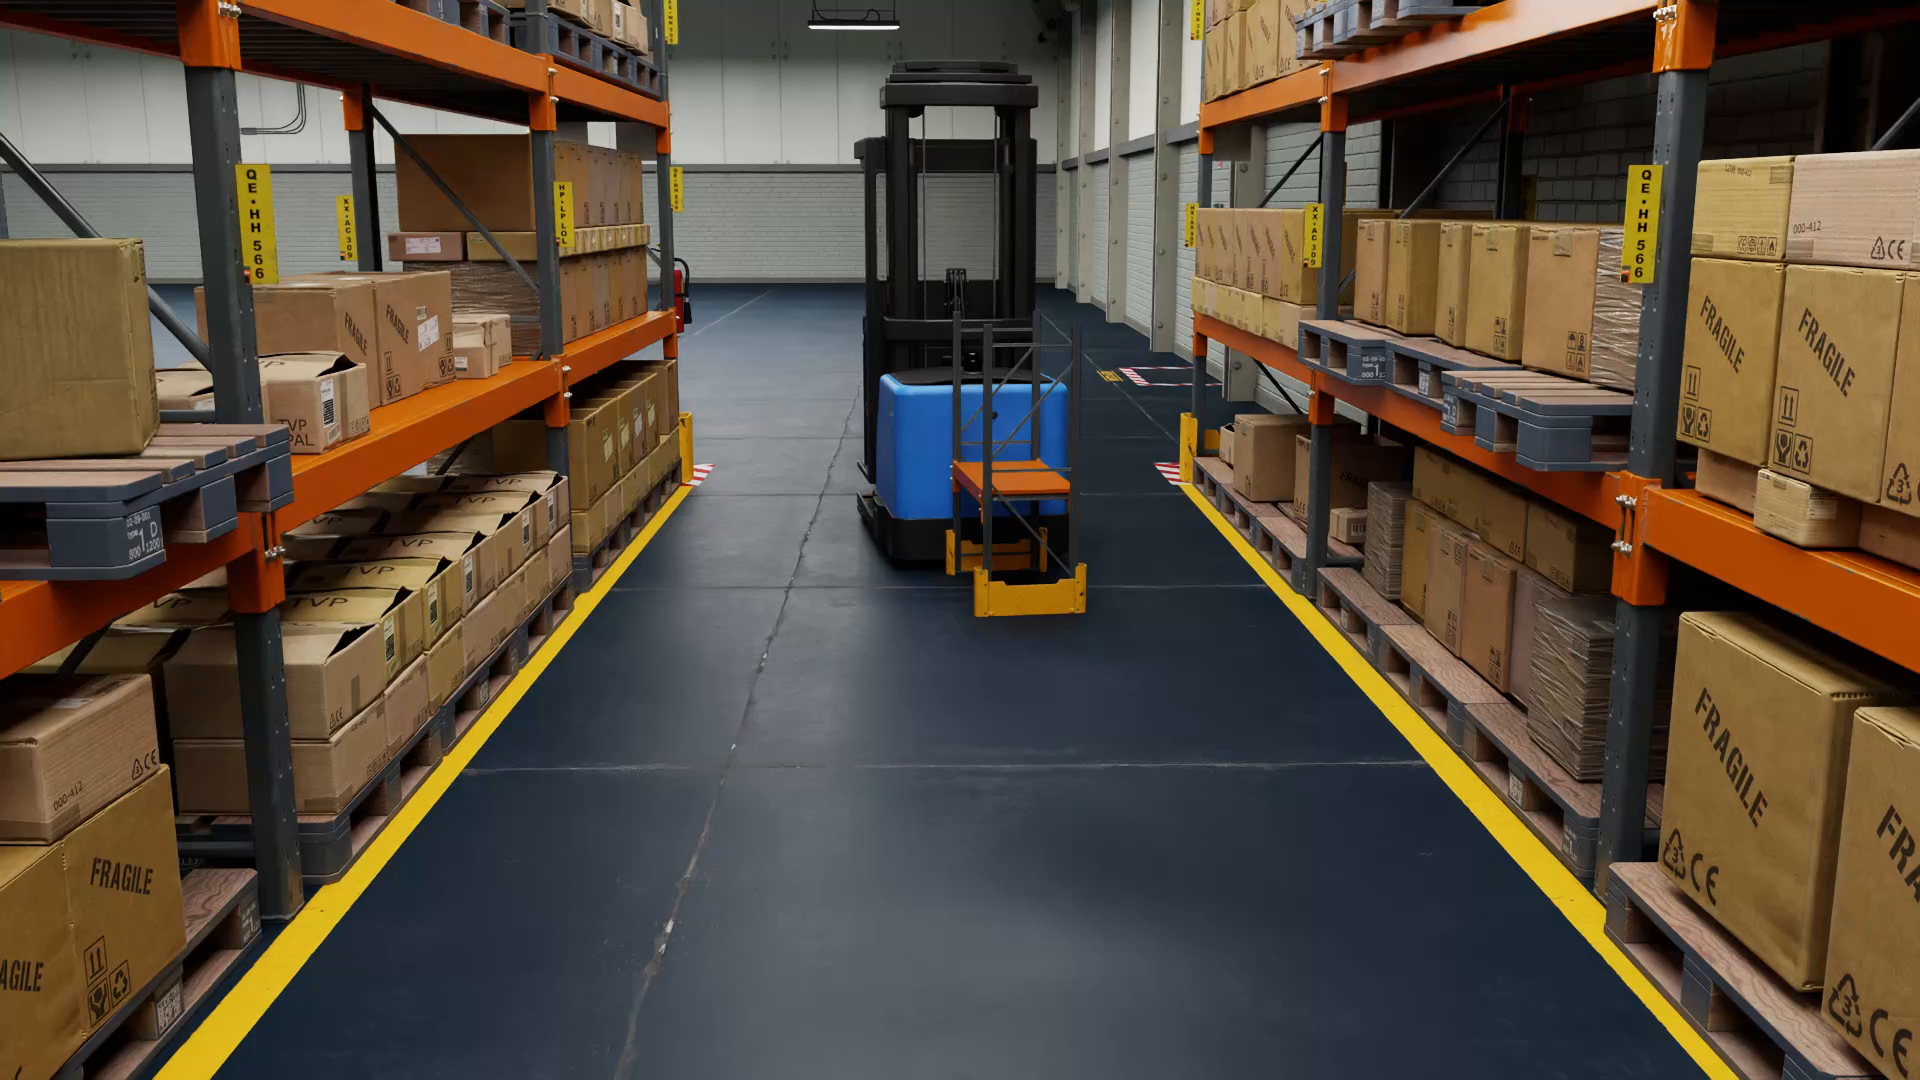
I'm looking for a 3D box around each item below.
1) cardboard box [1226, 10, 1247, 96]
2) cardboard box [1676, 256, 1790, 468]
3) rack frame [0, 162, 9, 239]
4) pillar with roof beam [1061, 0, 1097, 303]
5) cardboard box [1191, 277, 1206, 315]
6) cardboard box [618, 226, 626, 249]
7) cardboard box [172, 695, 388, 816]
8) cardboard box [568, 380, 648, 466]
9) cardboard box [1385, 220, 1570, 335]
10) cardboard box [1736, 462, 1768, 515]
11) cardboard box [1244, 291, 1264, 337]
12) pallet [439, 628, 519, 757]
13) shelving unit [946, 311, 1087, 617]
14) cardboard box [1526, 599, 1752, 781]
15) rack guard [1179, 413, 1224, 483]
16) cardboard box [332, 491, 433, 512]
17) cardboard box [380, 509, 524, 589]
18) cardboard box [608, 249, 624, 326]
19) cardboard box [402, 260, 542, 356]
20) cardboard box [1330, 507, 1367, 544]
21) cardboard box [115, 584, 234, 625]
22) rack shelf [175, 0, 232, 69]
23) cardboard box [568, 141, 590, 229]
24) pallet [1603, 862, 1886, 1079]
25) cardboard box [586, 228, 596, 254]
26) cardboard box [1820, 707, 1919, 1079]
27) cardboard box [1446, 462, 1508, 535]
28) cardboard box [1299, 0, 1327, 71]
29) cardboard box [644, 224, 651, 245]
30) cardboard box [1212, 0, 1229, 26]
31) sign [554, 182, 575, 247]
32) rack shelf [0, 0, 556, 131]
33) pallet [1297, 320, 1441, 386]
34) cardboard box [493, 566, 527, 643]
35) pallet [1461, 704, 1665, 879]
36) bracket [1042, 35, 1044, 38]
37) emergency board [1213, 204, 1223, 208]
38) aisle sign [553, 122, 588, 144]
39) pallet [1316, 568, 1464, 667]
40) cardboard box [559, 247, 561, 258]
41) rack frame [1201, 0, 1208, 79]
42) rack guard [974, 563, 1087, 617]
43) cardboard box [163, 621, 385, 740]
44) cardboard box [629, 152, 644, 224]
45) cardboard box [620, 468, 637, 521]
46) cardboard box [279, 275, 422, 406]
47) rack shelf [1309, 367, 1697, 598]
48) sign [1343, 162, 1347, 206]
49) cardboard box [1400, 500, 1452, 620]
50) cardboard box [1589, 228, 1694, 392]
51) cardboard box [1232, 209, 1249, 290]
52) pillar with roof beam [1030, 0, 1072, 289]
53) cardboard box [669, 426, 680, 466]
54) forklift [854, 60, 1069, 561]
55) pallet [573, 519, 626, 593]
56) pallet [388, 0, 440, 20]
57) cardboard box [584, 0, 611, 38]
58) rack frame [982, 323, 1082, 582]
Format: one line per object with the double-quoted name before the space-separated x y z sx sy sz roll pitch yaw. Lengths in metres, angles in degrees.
"cardboard box" 2.041 -3.203 10.959 0.500 0.500 0.500 0 11 1
"cardboard box" 2.214 -0.469 4.276 0.500 0.500 0.500 0 11 1
"rack frame" -7.611 -1.911 12.437 1.000 3.000 0.127 0 11 -1
"pillar with roof beam" -1.626 -9.510 34.801 9.100 9.000 0.548 0 11 -1
"cardboard box" 1.987 -1.790 12.166 0.500 0.250 0.500 -1 11 -3
"cardboard box" -2.439 -2.018 11.078 0.380 0.149 0.250 0 11 1
"cardboard box" -2.210 0.696 5.446 0.500 0.250 0.500 0 11 -1
"cardboard box" -2.305 -0.753 10.702 0.500 0.500 0.500 0 11 -1
"cardboard box" 2.358 -1.209 7.617 0.700 0.500 0.500 1 12 5
"cardboard box" 2.231 -0.132 4.247 0.380 0.149 0.250 0 11 0
"cardboard box" 2.036 -1.385 10.170 0.500 0.250 0.500 0 11 -1
"pallet" -2.493 0.620 6.972 1.003 0.211 1.213 0 11 -1
"shelving unit" 0.288 -0.451 9.011 0.587 1.500 1.083 -2 12 -9
"cardboard box" 2.393 0.505 5.708 0.700 0.500 0.500 0 11 0
"rack guard" 2.296 -0.712 12.811 1.175 0.500 0.348 0 11 -1
"cardboard box" -2.811 -0.086 7.889 0.500 0.311 0.500 0 11 -2
"cardboard box" -2.256 0.013 7.400 0.500 0.311 0.500 0 11 -1
"cardboard box" -2.641 -1.684 11.065 0.700 0.500 0.500 0 11 -1
"cardboard box" -2.591 -1.273 9.039 0.700 0.500 0.500 -1 11 -3
"cardboard box" 2.336 -0.090 9.480 0.380 0.166 0.250 -2 12 -9
"cardboard box" -2.767 0.320 5.888 0.500 0.311 0.500 0 11 -2
"rack shelf" -2.452 -1.061 2.508 1.077 0.370 4.000 0 11 -1
"cardboard box" -2.613 -2.109 9.896 0.700 0.500 0.500 0 11 -1
"pallet" 2.400 1.162 4.302 1.003 0.211 1.213 0 11 -1
"cardboard box" -2.418 -1.813 10.069 0.380 0.149 0.250 -1 11 -3
"cardboard box" 2.355 0.807 3.389 0.750 0.750 0.750 0 11 -1
"cardboard box" 2.436 -0.178 7.186 0.500 0.250 0.500 -1 11 -3
"cardboard box" 2.119 -2.786 8.900 0.500 0.500 0.500 0 11 0
"cardboard box" -2.460 -2.223 12.088 0.380 0.149 0.250 0 11 -2
"cardboard box" 2.019 -3.794 11.353 0.500 0.500 0.500 0 11 -2
"sign" -2.033 -1.669 8.527 0.100 0.325 0.005 0 11 -1
"rack shelf" -2.534 -1.856 6.428 1.077 0.370 4.000 0 11 -1
"pallet" 2.247 -0.911 7.985 1.003 0.211 1.213 0 11 -1
"cardboard box" -2.258 0.289 7.448 0.500 0.250 0.500 0 11 0
"pallet" 2.445 0.849 5.842 1.003 0.211 1.213 0 11 -1
"bracket" 2.153 -12.919 42.552 0.076 0.066 3.189 0 11 -1
"emergency board" 3.037 -3.501 20.270 0.194 1.169 0.643 0 11 -1
"aisle sign" -2.966 -3.217 12.333 0.394 0.787 0.004 0 11 -1
"pallet" 2.394 0.364 8.232 1.003 0.211 1.213 0 11 -1
"cardboard box" -2.393 -1.607 9.053 0.380 0.149 0.250 0 11 0
"rack frame" 2.294 -4.892 12.041 1.000 3.000 0.127 0 11 -1
"rack guard" 0.365 0.259 8.653 0.587 0.250 0.087 -2 12 -9
"cardboard box" -2.210 0.421 5.390 0.500 0.311 0.500 0 11 1
"cardboard box" -2.660 -2.513 11.885 0.700 0.500 0.500 0 11 -1
"cardboard box" -2.293 -0.286 10.286 0.500 0.250 0.500 0 11 -1
"cardboard box" -2.555 -0.828 6.844 0.500 0.500 0.500 0 11 -1
"rack shelf" 2.418 -0.407 6.830 1.077 0.370 4.000 0 11 -1
"sign" 2.850 -2.673 12.482 0.100 0.325 0.005 0 11 -1
"cardboard box" 2.470 0.101 7.697 0.700 0.500 0.500 0 11 -2
"cardboard box" 2.440 -0.720 5.205 0.700 0.500 0.500 -2 12 -8
"cardboard box" 2.031 -1.856 10.605 0.500 0.500 0.500 0 11 1
"pillar with roof beam" -1.750 -10.702 40.680 9.100 9.000 0.548 0 11 -1
"cardboard box" -2.352 -0.684 12.246 0.500 0.250 0.500 0 11 -1
"forklift" -0.099 -1.560 10.877 1.130 2.935 3.031 -2 12 -9
"pallet" -2.550 0.072 9.671 1.003 0.211 1.213 0 11 -1
"pallet" -2.622 -2.075 6.174 1.003 0.211 1.213 0 11 1
"cardboard box" -2.484 -3.259 9.866 0.797 0.503 0.637 1 12 5
"rack frame" 0.366 -0.353 8.528 0.500 1.500 0.032 -2 12 -9
